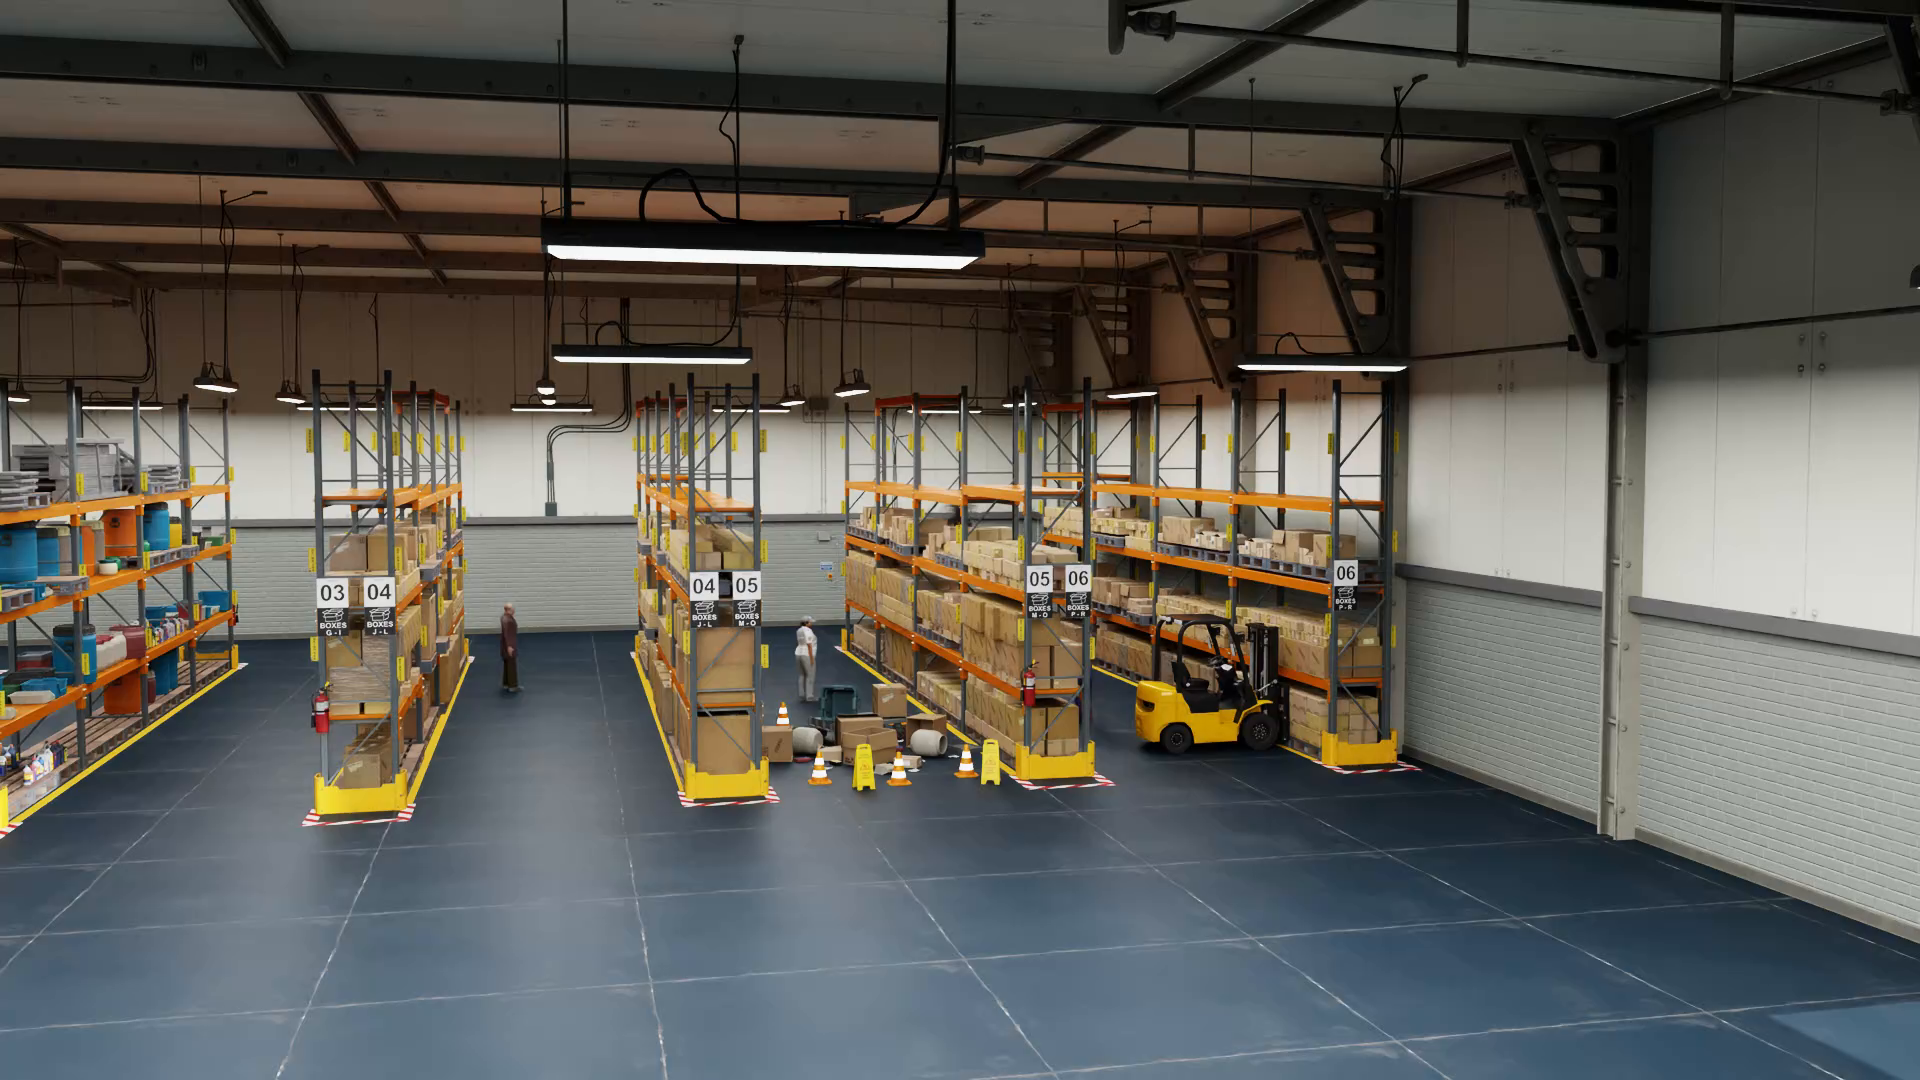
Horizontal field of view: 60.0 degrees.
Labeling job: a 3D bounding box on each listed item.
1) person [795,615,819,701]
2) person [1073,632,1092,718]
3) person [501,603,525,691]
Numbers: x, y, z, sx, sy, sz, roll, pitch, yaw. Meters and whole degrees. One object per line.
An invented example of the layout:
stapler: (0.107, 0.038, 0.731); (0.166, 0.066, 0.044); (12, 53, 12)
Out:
person: (-2.985, 2.295, 32.352); (0.402, 1.664, 0.532); (-2, 4, -34)
person: (2.123, 2.450, 30.244); (0.576, 1.630, 0.743); (-1, 3, -16)
person: (-9.057, 2.161, 33.679); (0.447, 1.774, 0.646); (-1, 3, -17)
